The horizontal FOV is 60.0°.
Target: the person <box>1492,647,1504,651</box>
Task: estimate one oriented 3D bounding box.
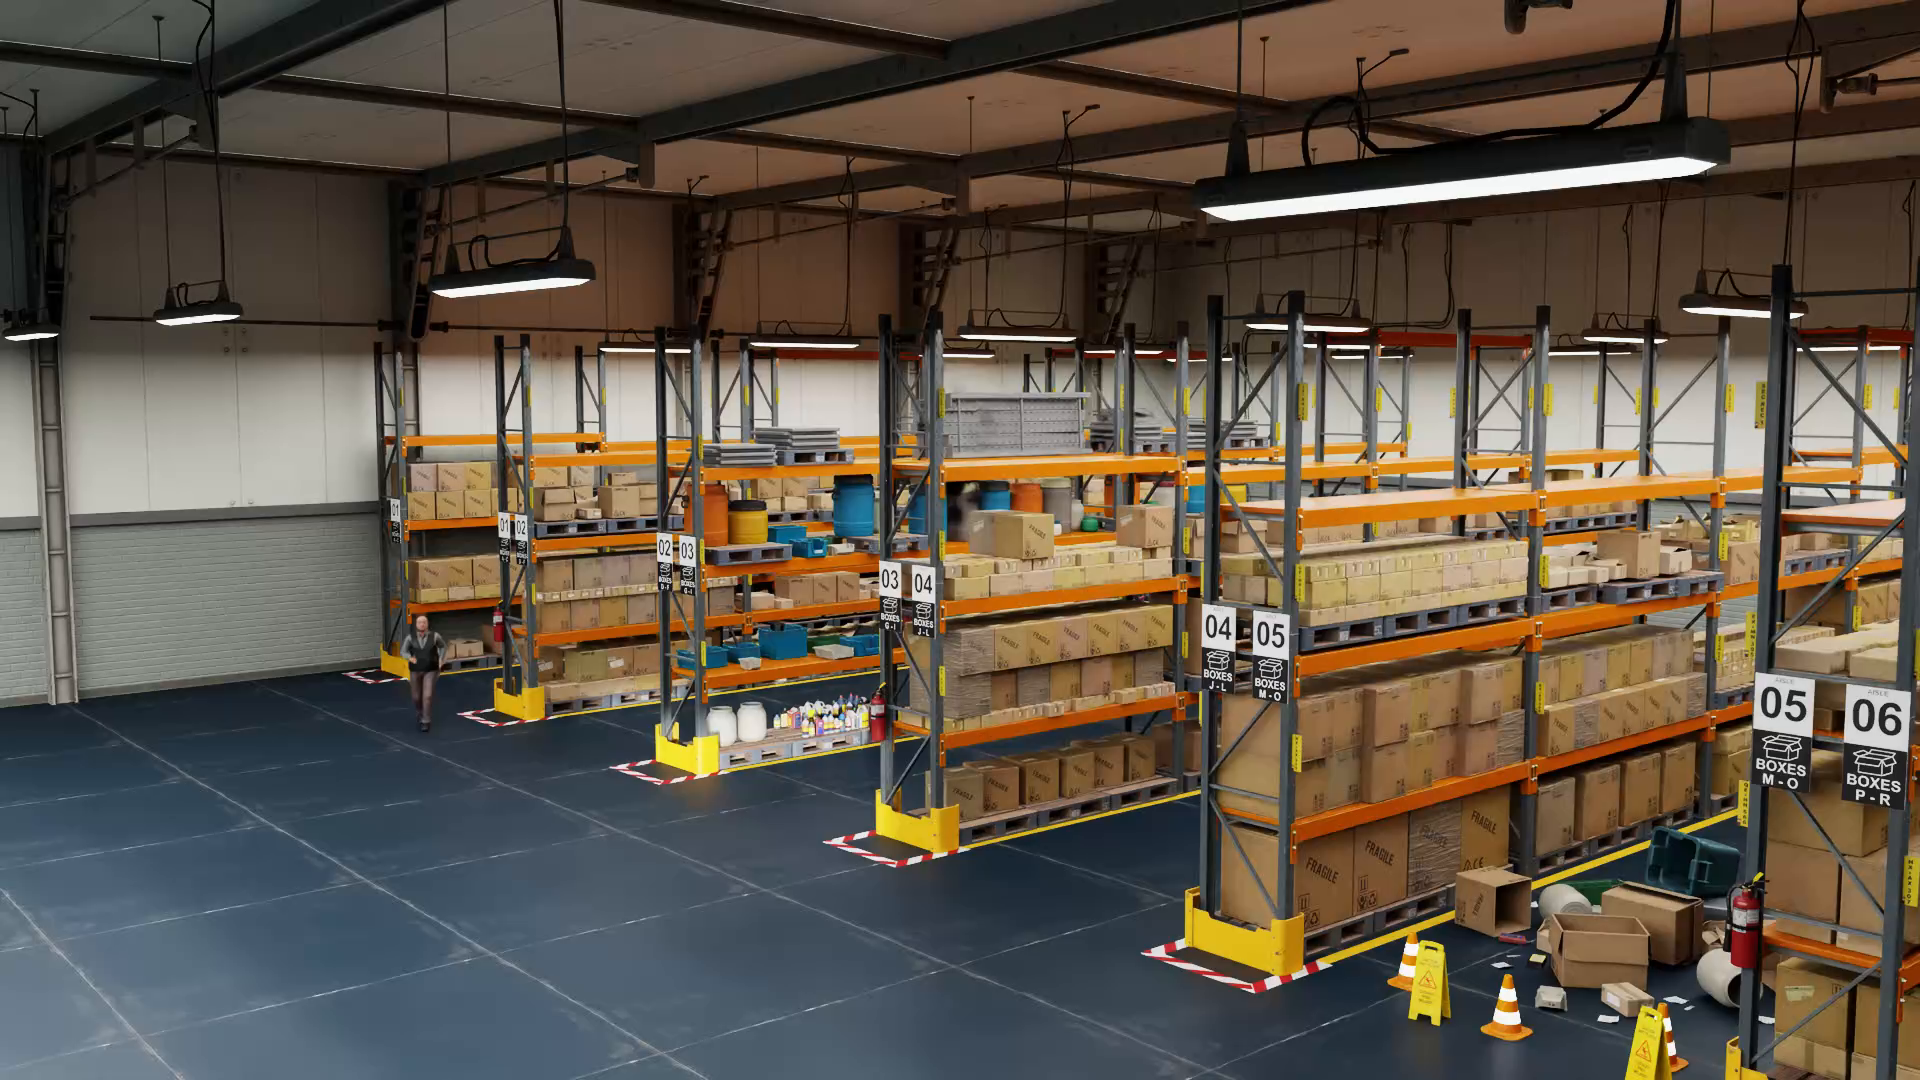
[{"bbox_3d":[7.313,2.275,22.453,0.857,1.719,0.562,-5,7,-45],"label":"person"}]

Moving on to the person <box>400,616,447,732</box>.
[{"bbox_3d":[-8.135,2.043,25.216,0.677,1.638,0.839,-1,5,-10],"label":"person"}]
